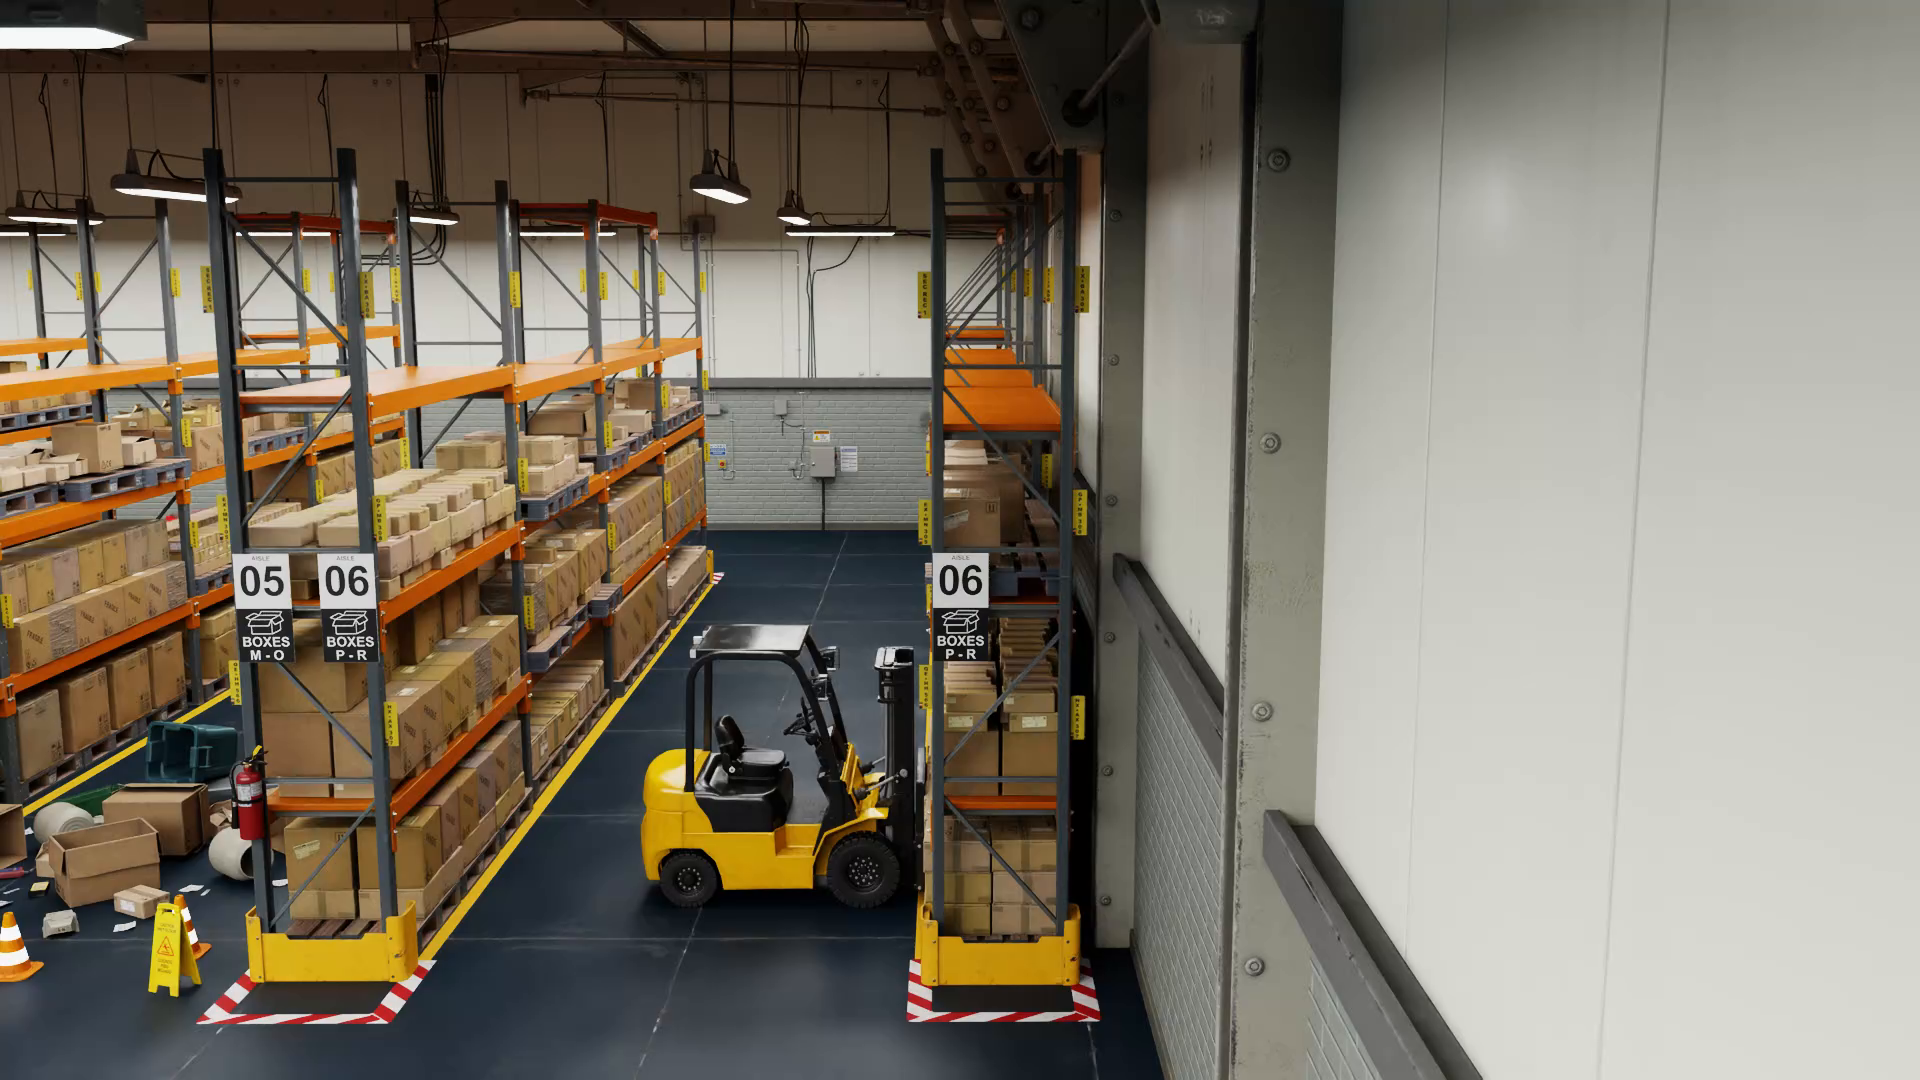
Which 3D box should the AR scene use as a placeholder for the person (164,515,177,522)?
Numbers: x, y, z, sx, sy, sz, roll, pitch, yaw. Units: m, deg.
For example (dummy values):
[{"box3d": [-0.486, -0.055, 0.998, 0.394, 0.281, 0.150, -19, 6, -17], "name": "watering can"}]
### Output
[{"box3d": [-11.412, 0.460, 24.195, 0.648, 1.702, 0.782, -1, 9, -9], "name": "person"}]
